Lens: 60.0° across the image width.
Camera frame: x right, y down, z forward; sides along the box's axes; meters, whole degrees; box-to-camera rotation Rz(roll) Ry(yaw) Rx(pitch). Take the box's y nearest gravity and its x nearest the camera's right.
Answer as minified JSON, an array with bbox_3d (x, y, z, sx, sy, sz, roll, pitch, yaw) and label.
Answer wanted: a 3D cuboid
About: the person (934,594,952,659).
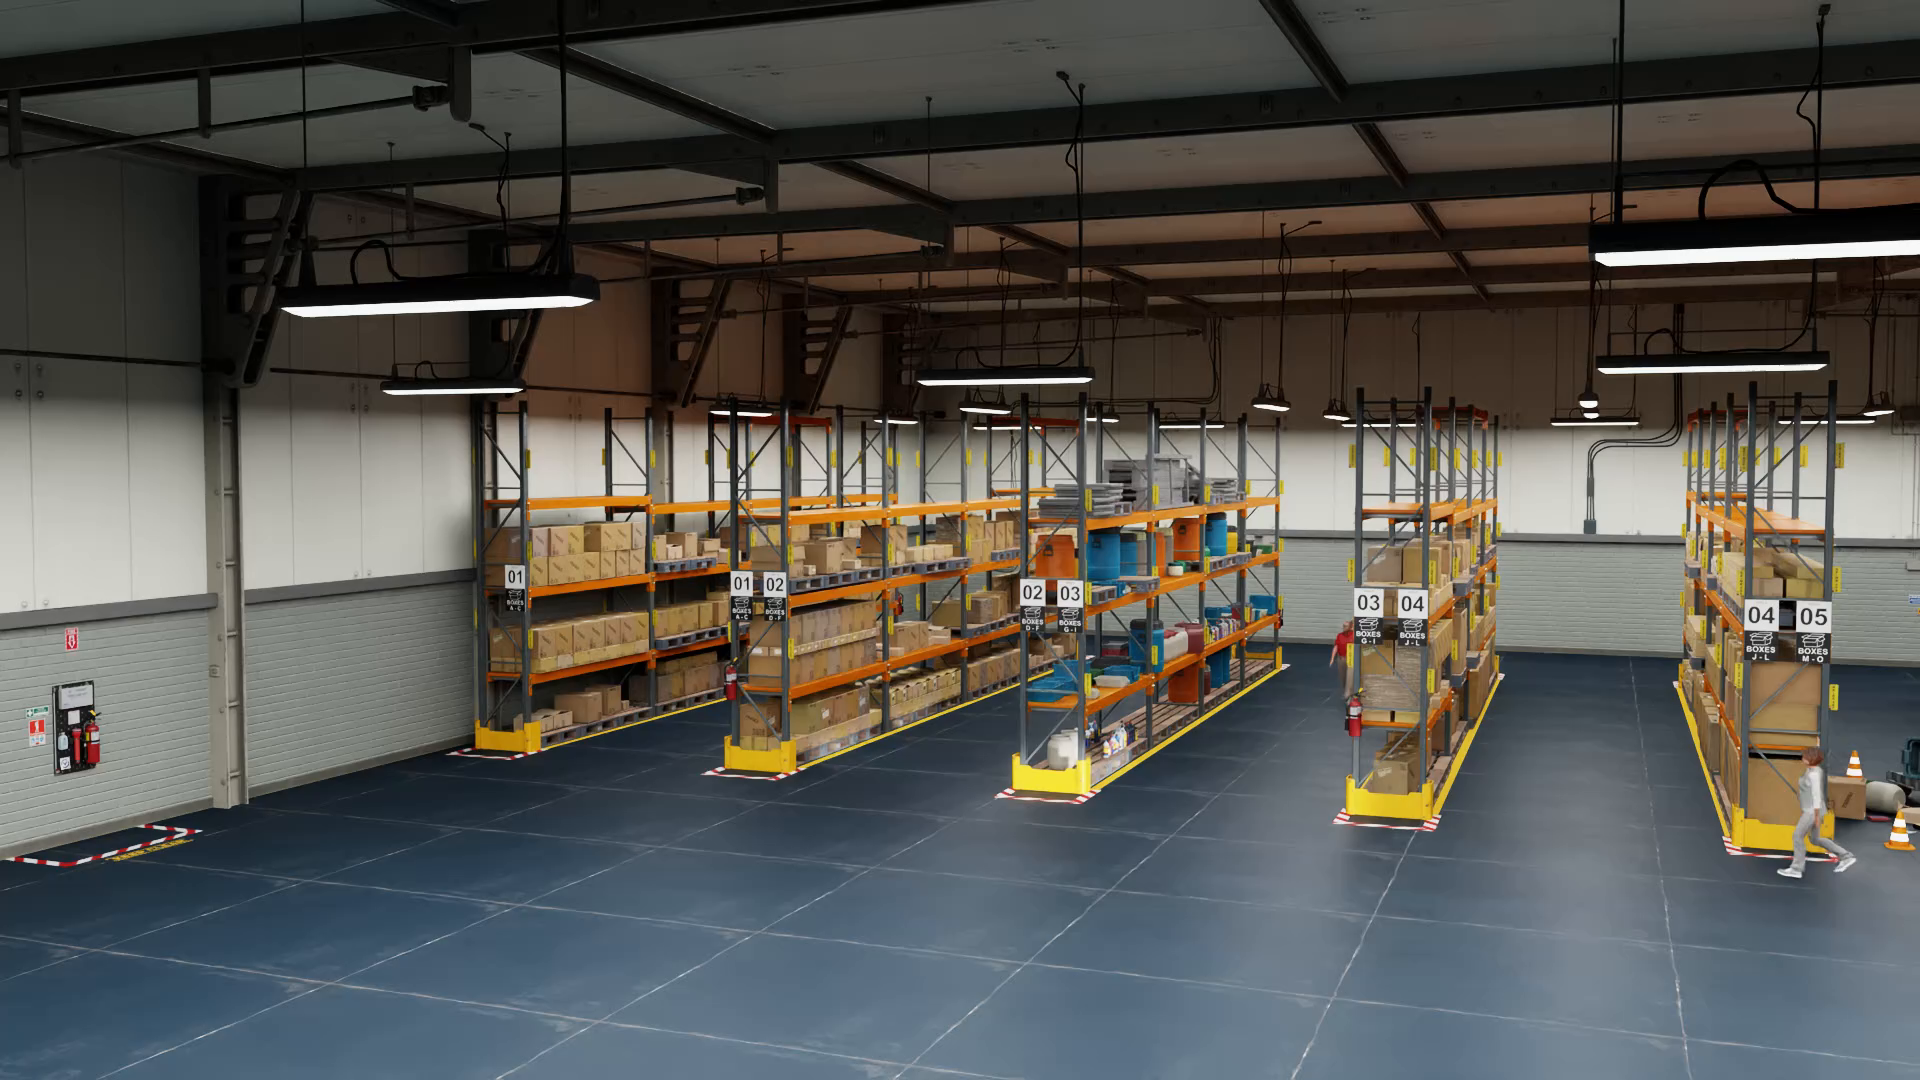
[{"bbox_3d":[-0.336,2.145,41.555,0.549,1.621,1.042,1,3,23],"label":"person"}]

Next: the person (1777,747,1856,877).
[{"bbox_3d":[10.182,3.242,19.767,0.819,1.560,0.416,1,3,22],"label":"person"}]

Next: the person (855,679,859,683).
[{"bbox_3d":[-2.445,2.322,36.751,0.733,1.738,0.764,1,3,16],"label":"person"}]

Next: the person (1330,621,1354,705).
[{"bbox_3d":[7.942,2.486,34.073,0.652,1.656,1.085,2,3,30],"label":"person"}]
